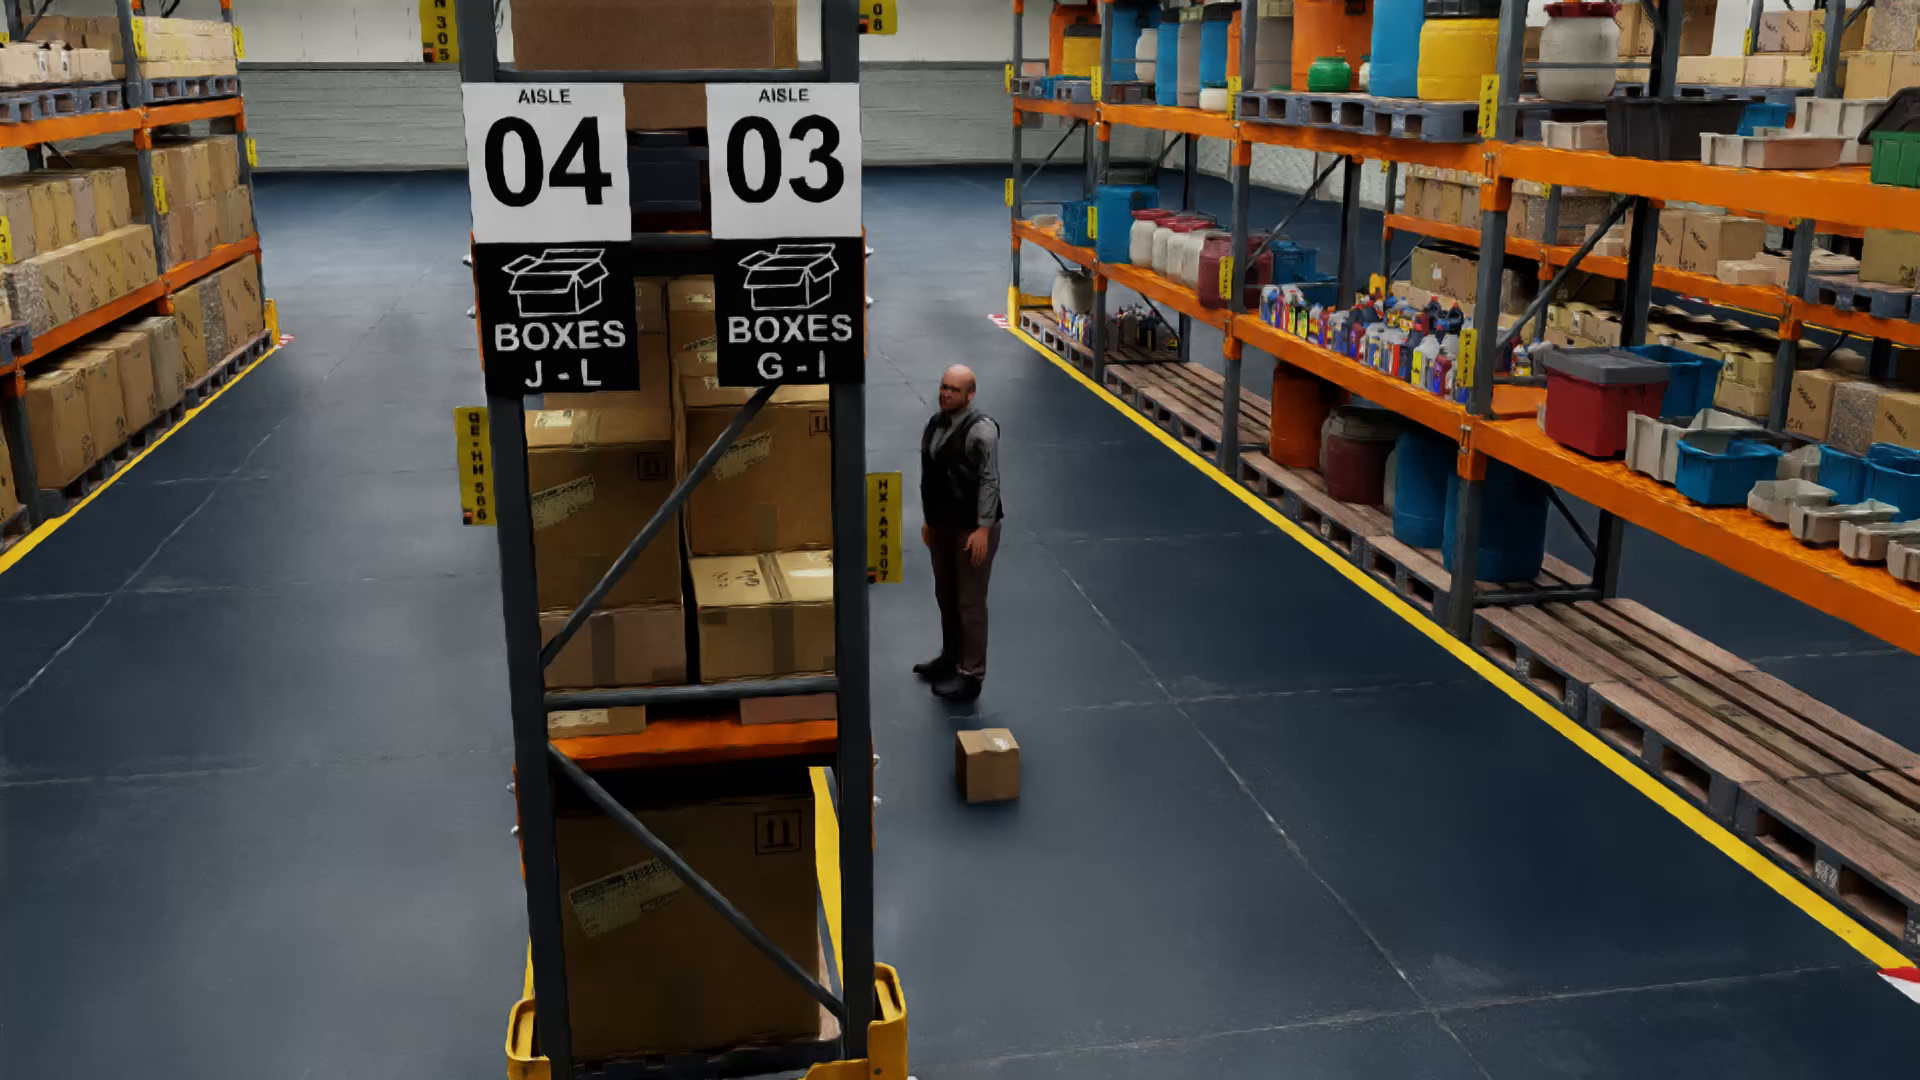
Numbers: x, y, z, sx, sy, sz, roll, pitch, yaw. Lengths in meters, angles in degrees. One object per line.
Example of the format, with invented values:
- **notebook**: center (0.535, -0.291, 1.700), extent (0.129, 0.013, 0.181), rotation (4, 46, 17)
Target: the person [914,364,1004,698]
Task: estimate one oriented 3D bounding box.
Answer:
- **person**: center (-0.050, -0.051, 8.653), extent (0.460, 1.731, 0.591), rotation (-12, 20, -37)
